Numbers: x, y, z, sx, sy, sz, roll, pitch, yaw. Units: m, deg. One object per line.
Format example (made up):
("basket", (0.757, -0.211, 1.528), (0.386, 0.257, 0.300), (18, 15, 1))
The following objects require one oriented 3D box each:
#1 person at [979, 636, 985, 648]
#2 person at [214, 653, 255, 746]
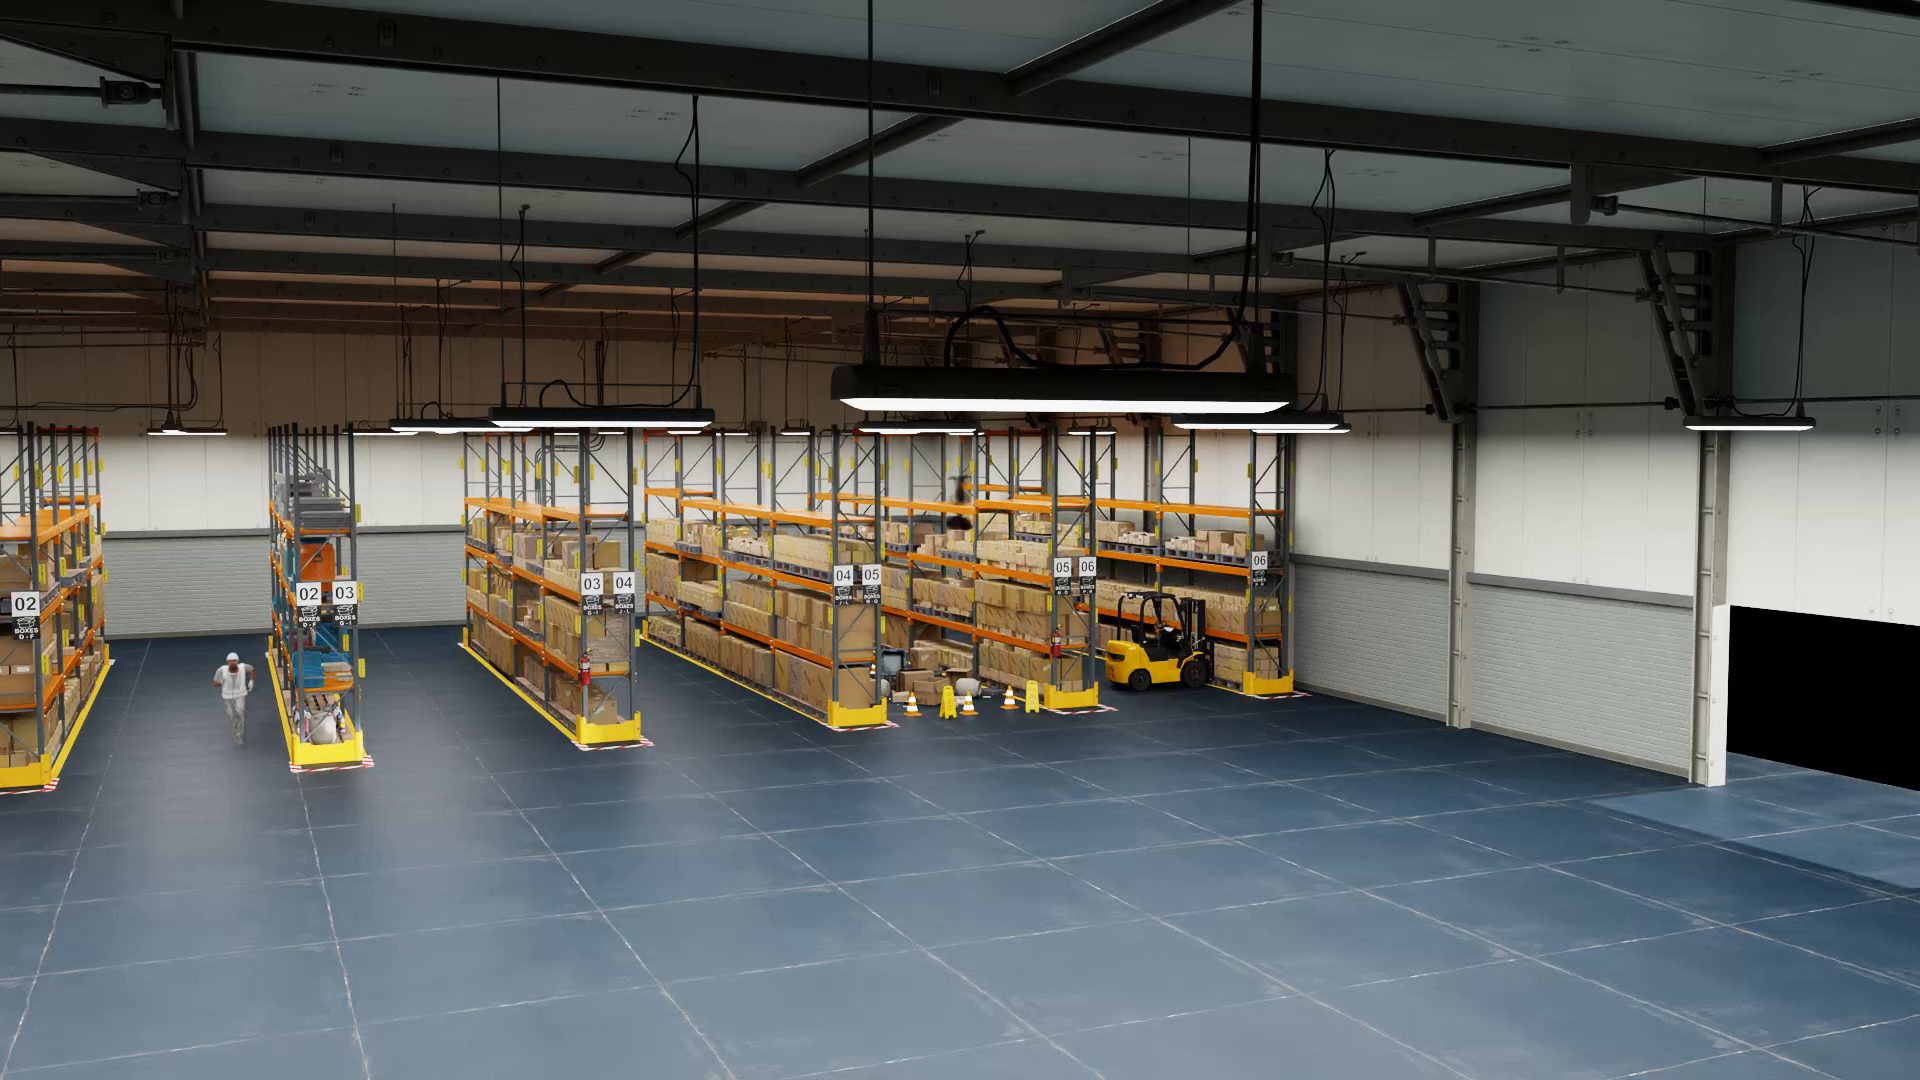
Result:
("person", (0.774, 2.104, 44.797), (0.616, 1.851, 0.792), (-2, 4, -35))
("person", (-13.543, 2.952, 31.033), (0.648, 1.747, 0.939), (-1, 4, -14))
